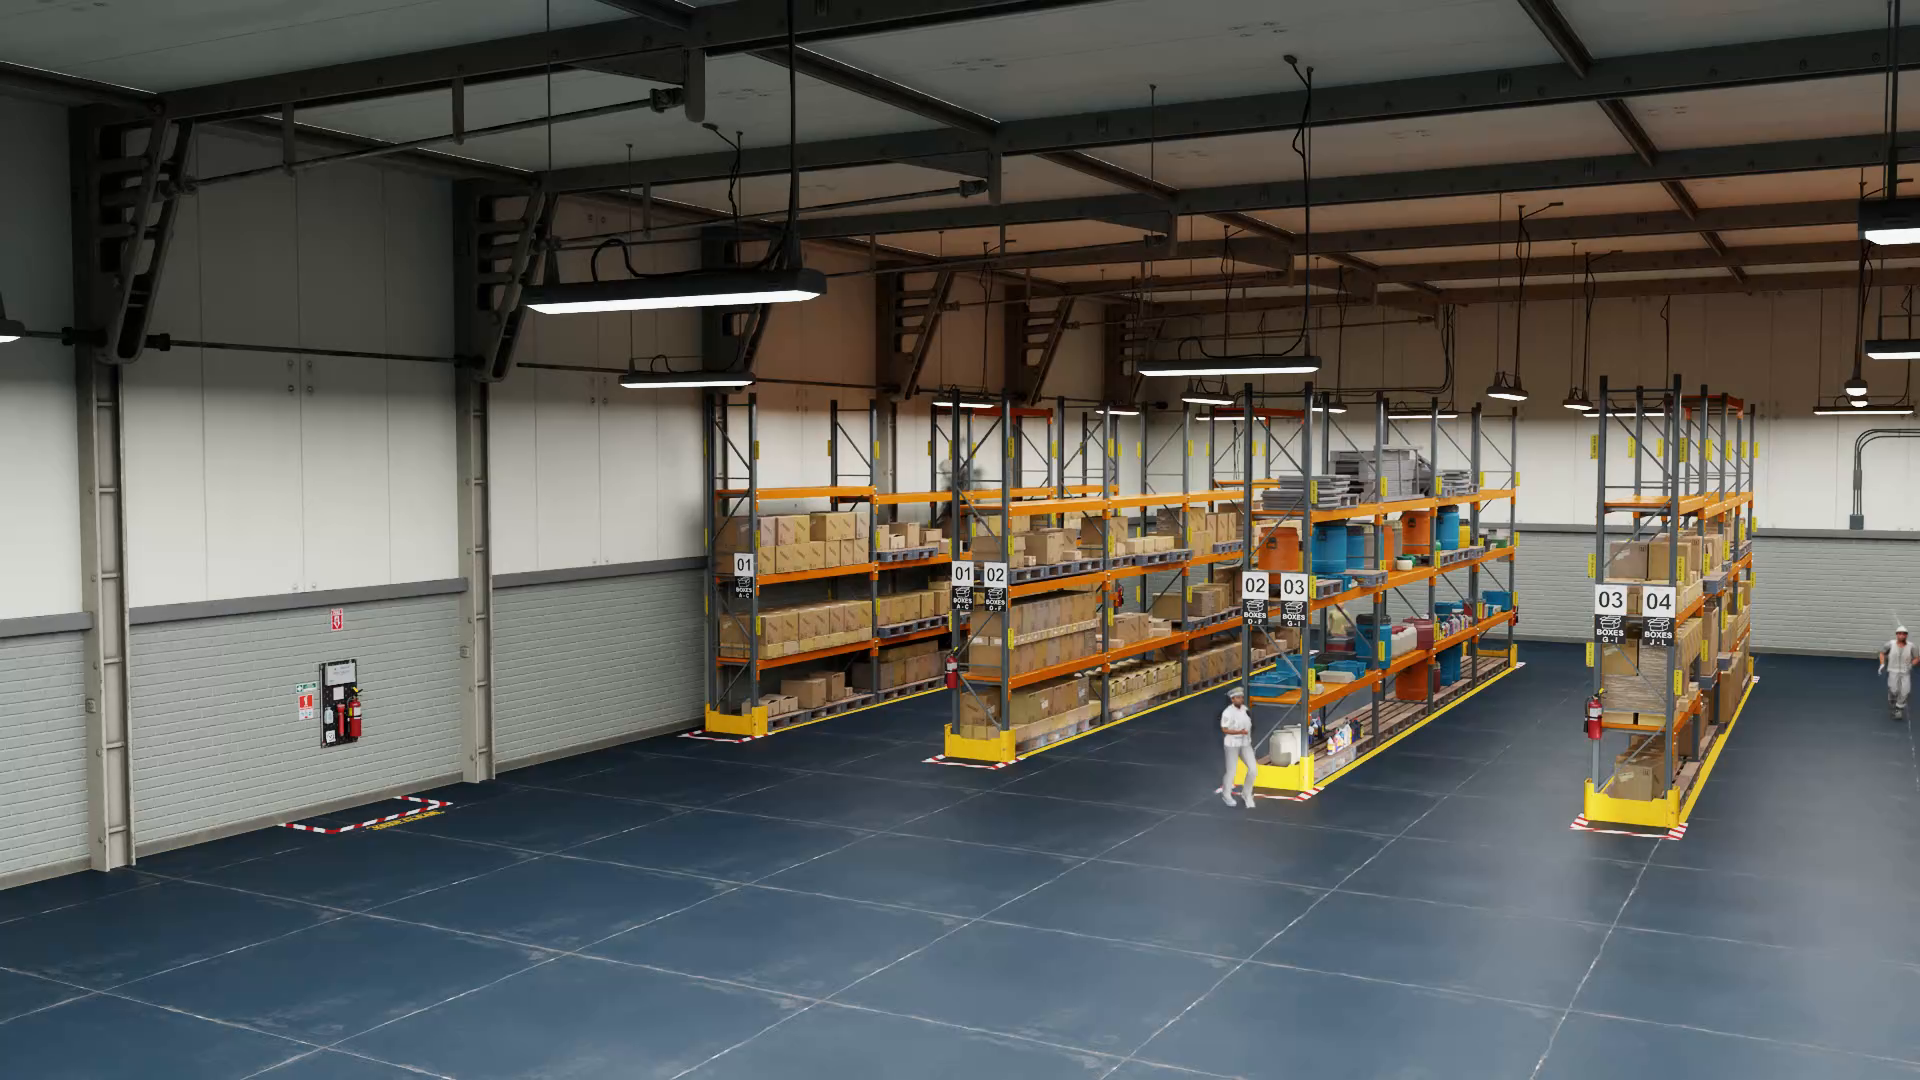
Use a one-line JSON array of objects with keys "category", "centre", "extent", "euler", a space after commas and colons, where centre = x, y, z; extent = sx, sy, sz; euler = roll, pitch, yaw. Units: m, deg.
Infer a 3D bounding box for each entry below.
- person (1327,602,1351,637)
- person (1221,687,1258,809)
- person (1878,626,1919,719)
[{"category": "person", "centre": [8.609, 2.141, 37.847], "extent": [0.572, 1.628, 0.531], "euler": [1, 3, 13]}, {"category": "person", "centre": [3.912, 2.907, 23.249], "extent": [0.592, 1.727, 0.686], "euler": [-1, 3, -22]}, {"category": "person", "centre": [17.347, 2.461, 30.714], "extent": [0.658, 1.735, 0.674], "euler": [1, 3, 25]}]
